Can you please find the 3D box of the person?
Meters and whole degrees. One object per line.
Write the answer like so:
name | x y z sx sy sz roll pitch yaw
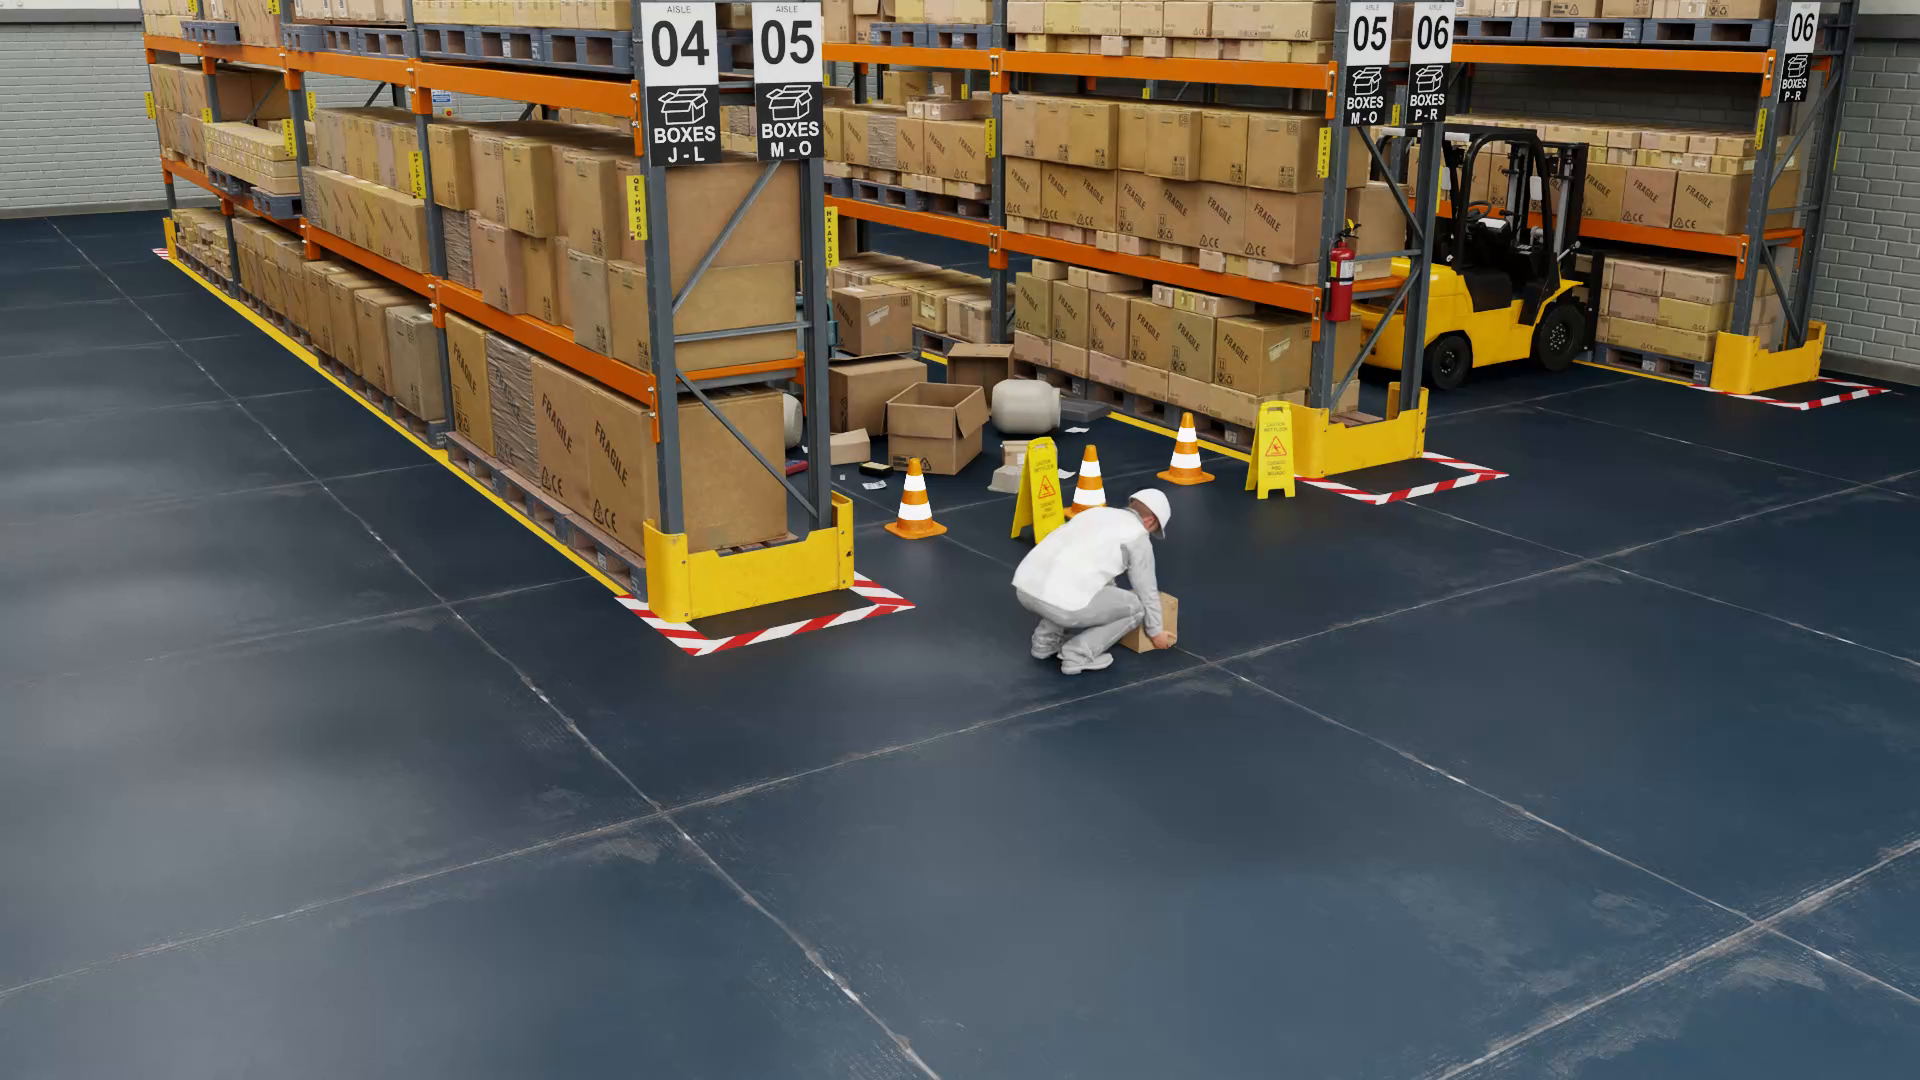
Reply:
person | 0.708 0.223 8.480 0.944 0.864 0.528 -12 21 -32
